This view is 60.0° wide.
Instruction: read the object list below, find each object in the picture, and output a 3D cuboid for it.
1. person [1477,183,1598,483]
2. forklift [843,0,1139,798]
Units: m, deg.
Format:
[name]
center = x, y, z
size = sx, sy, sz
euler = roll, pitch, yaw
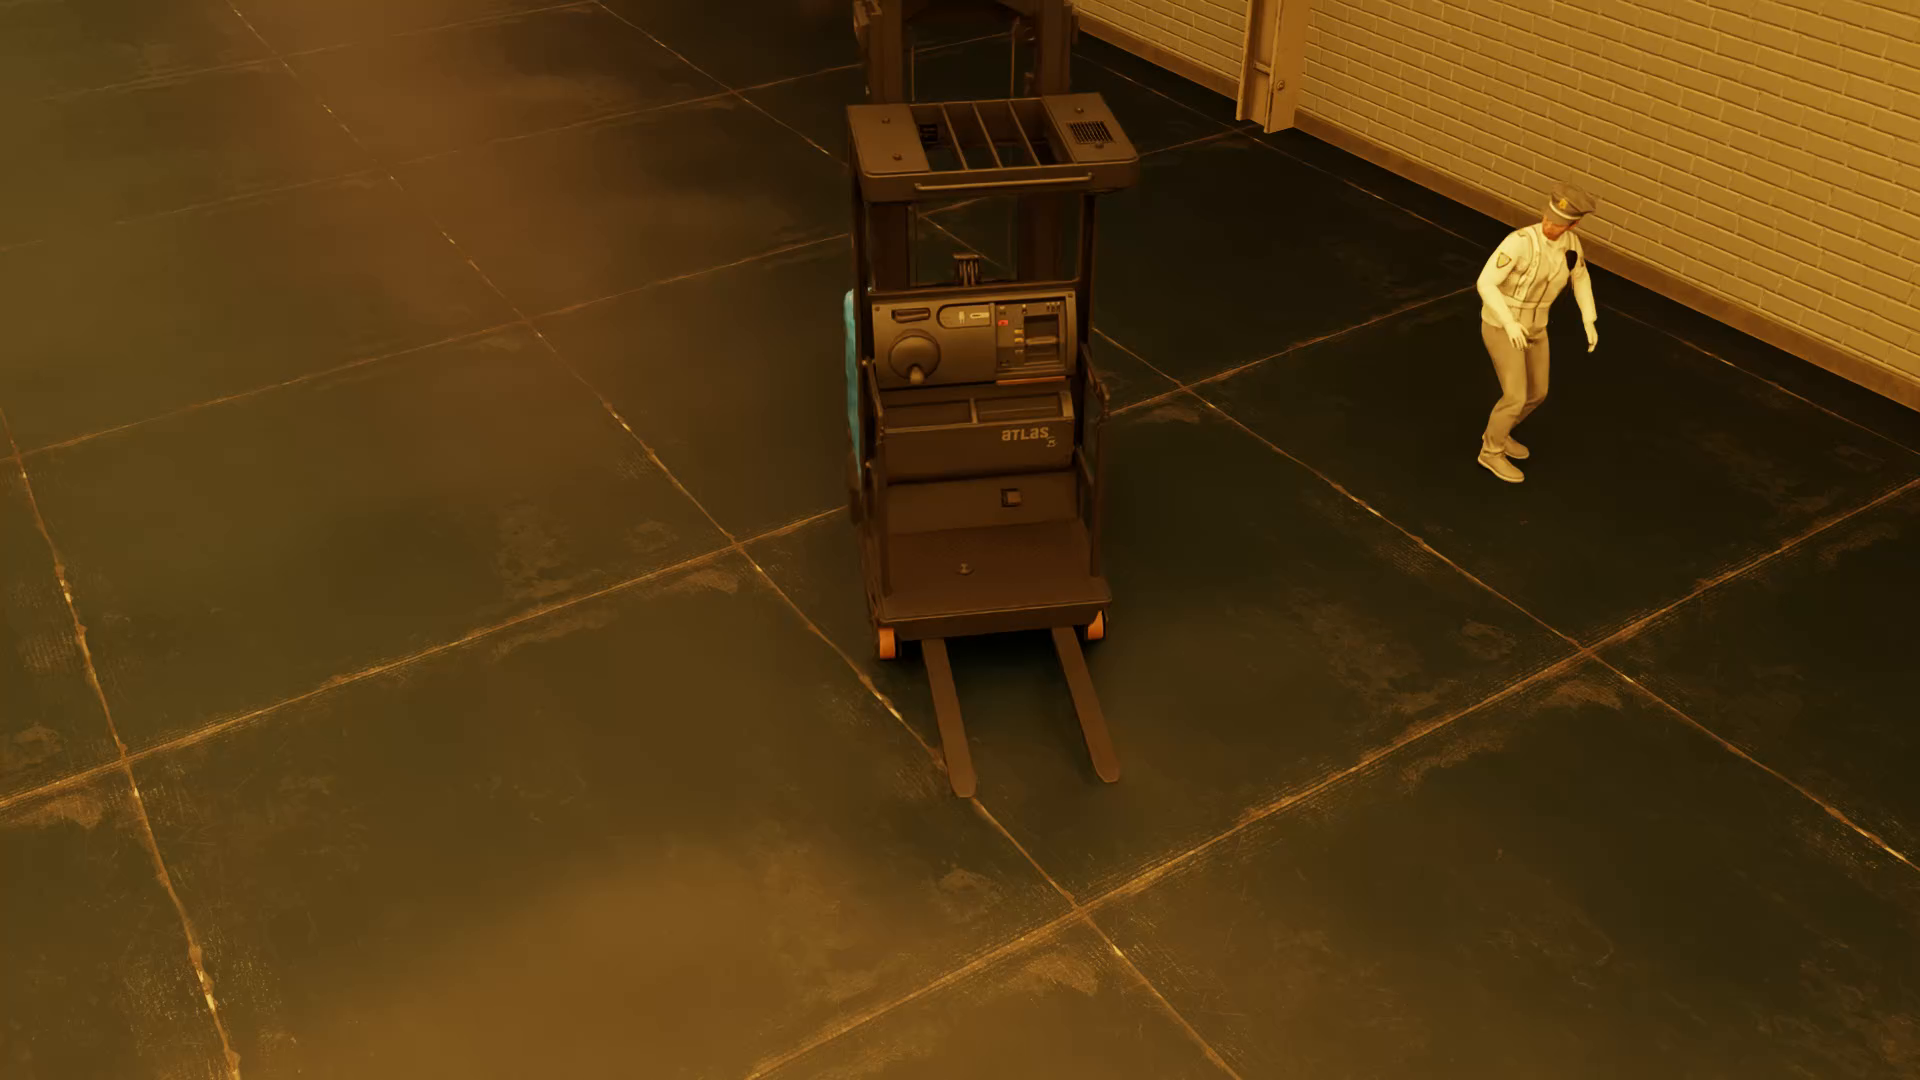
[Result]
[person]
center = 3.064, -1.119, 8.894
size = 0.712, 1.632, 0.481
euler = -17, 39, -23
[forklift]
center = 0.103, -0.851, 7.359
size = 1.130, 2.935, 3.031
euler = -5, 35, -7
